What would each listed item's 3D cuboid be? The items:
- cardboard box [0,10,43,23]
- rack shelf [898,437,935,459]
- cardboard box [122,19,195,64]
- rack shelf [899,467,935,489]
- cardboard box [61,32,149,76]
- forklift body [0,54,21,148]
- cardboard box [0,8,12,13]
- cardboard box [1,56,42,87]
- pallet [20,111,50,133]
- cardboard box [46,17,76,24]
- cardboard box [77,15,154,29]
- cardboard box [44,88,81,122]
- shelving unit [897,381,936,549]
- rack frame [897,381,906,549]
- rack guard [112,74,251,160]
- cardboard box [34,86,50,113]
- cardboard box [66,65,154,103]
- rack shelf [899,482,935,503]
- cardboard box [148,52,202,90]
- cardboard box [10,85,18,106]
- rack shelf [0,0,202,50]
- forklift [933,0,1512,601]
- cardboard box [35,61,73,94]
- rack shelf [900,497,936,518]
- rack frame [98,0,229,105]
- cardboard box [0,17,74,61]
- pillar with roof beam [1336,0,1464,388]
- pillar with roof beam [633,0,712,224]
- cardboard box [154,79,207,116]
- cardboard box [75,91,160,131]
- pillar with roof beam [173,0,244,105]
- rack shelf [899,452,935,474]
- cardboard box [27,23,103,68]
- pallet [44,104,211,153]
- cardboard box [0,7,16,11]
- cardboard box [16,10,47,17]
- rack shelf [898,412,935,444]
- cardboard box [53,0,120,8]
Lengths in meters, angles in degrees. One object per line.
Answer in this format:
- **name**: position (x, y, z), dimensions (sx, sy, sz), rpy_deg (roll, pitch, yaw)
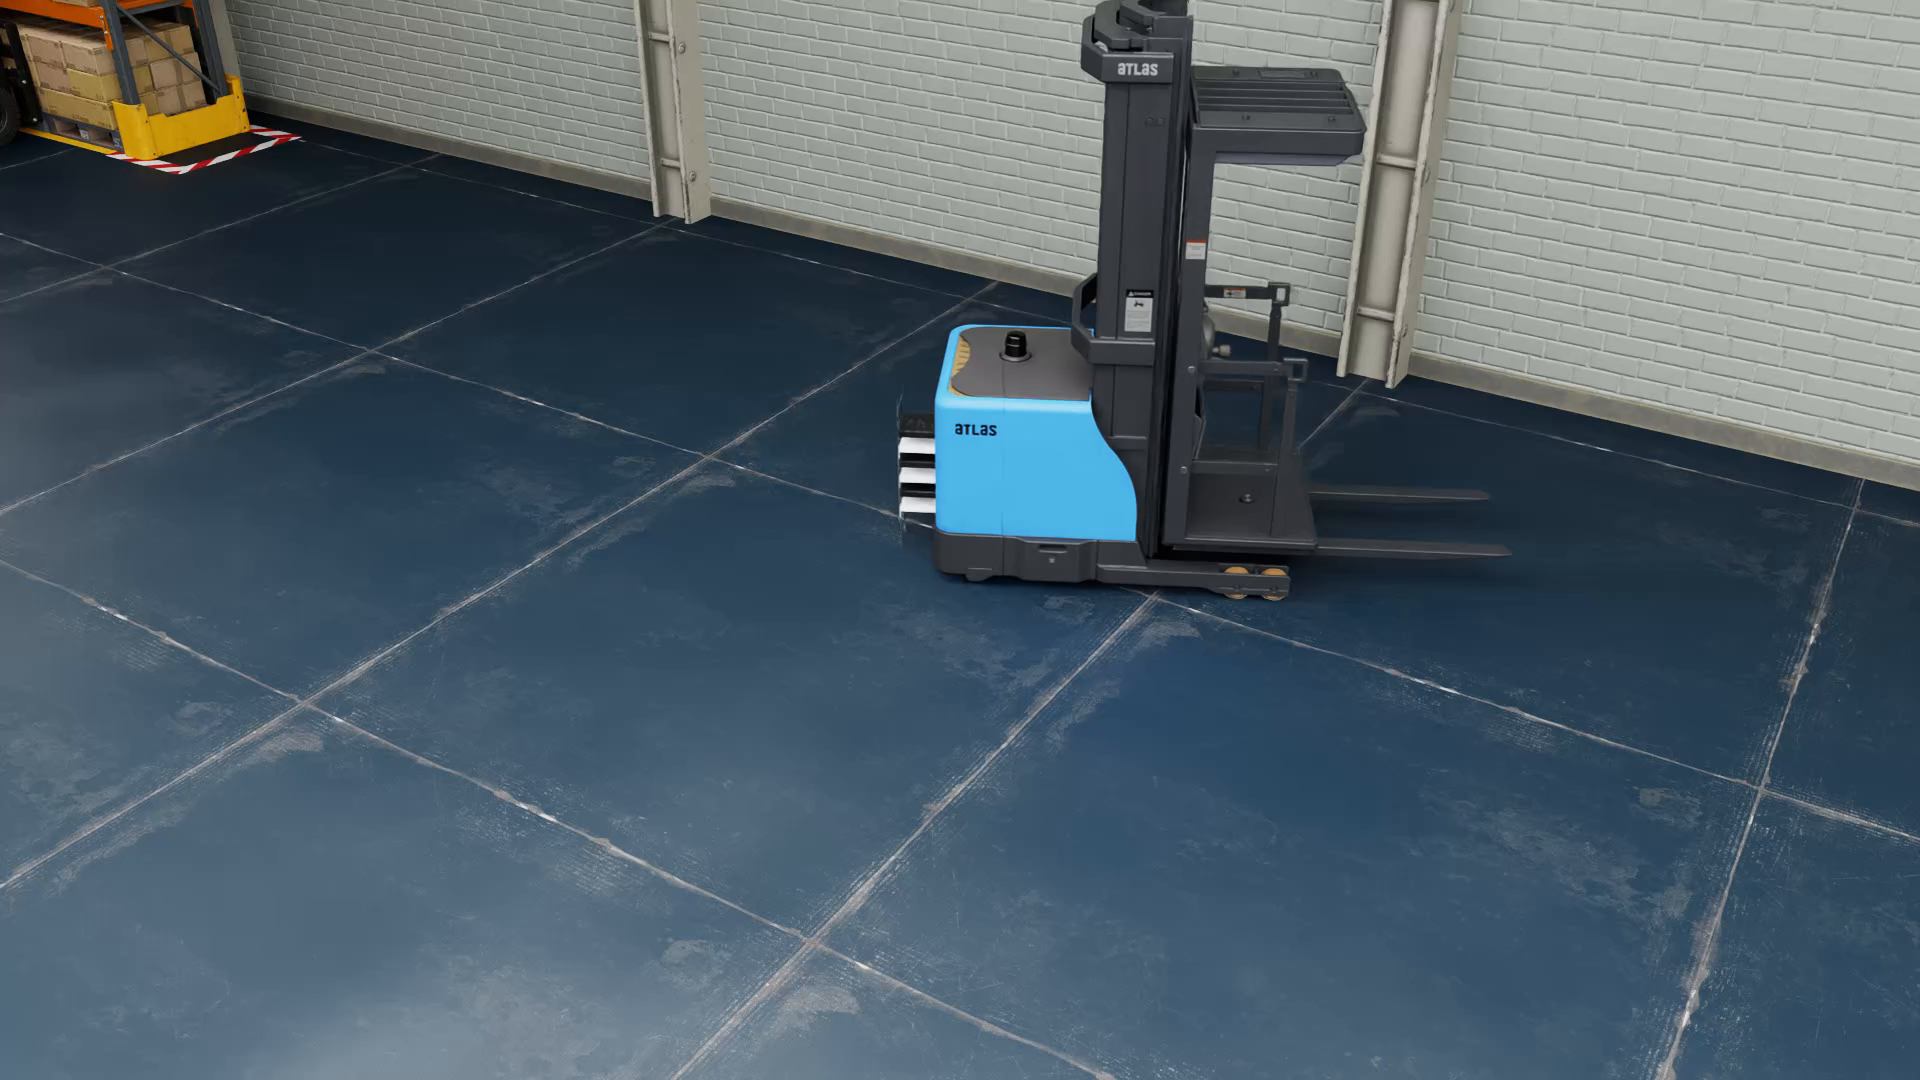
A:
- **cardboard box**: position (-9.135, -4.875, 15.950), dimensions (0.500, 0.250, 0.500), rpy_deg (17, 34, 26)
- **rack shelf**: position (-0.217, -0.524, 8.964), dimensions (0.200, 0.077, 0.258), rpy_deg (2, 30, 4)
- **cardboard box**: position (-7.592, -4.690, 15.633), dimensions (0.500, 0.250, 0.500), rpy_deg (17, 34, 27)
- **rack shelf**: position (-0.217, -0.369, 9.055), dimensions (0.200, 0.077, 0.258), rpy_deg (2, 30, 4)
- **cardboard box**: position (-7.842, -4.471, 15.257), dimensions (0.500, 0.250, 0.500), rpy_deg (19, 35, 29)
- **forklift body**: position (-9.862, -4.418, 14.688), dimensions (1.214, 2.155, 2.313), rpy_deg (18, 35, 27)
- **cardboard box**: position (-9.576, -5.019, 16.196), dimensions (0.500, 0.250, 0.500), rpy_deg (19, 35, 29)
- **cardboard box**: position (-8.732, -4.530, 15.854), dimensions (0.500, 0.250, 0.500), rpy_deg (17, 34, 26)
- **pallet**: position (-8.985, -4.365, 16.523), dimensions (1.213, 0.211, 1.003), rpy_deg (18, 35, 27)
- **cardboard box**: position (-8.435, -4.961, 16.097), dimensions (0.500, 0.250, 0.500), rpy_deg (17, 34, 27)
- **cardboard box**: position (-8.018, -4.823, 15.860), dimensions (0.500, 0.250, 0.500), rpy_deg (18, 35, 27)
- **cardboard box**: position (-8.268, -4.177, 15.745), dimensions (0.500, 0.250, 0.500), rpy_deg (18, 35, 27)
- **shelving unit**: position (-0.217, -0.397, 9.038), dimensions (0.210, 0.900, 0.258), rpy_deg (2, 30, 4)
- **rack frame**: position (-0.319, -0.402, 9.046), dimensions (0.006, 0.900, 0.240), rpy_deg (2, 30, 4)
- **rack guard**: position (-7.266, -3.969, 15.557), dimensions (0.348, 0.500, 1.175), rpy_deg (18, 35, 27)
- **cardboard box**: position (-8.687, -4.315, 15.982), dimensions (0.500, 0.250, 0.500), rpy_deg (18, 35, 28)
- **cardboard box**: position (-7.864, -4.262, 15.394), dimensions (0.500, 0.250, 0.500), rpy_deg (17, 34, 27)
- **rack shelf**: position (-0.217, -0.291, 9.100), dimensions (0.200, 0.077, 0.258), rpy_deg (2, 30, 4)
- **cardboard box**: position (-7.574, -4.479, 15.767), dimensions (0.500, 0.250, 0.500), rpy_deg (18, 35, 28)
- **cardboard box**: position (-9.139, -4.445, 16.204), dimensions (0.500, 0.250, 0.500), rpy_deg (19, 35, 29)
- **rack shelf**: position (-8.980, -5.280, 16.038), dimensions (4.000, 0.370, 1.077), rpy_deg (18, 35, 27)
- **forklift**: position (1.404, -1.230, 8.449), dimensions (3.031, 2.935, 1.130), rpy_deg (2, 30, 4)
- **cardboard box**: position (-8.283, -4.401, 15.633), dimensions (0.500, 0.250, 0.500), rpy_deg (17, 34, 27)
- **rack shelf**: position (-0.217, -0.213, 9.146), dimensions (0.200, 0.077, 0.258), rpy_deg (2, 30, 4)
- **rack frame**: position (-7.286, -5.055, 14.939), dimensions (0.127, 3.000, 1.000), rpy_deg (18, 35, 27)
- **cardboard box**: position (-8.710, -4.736, 15.712), dimensions (0.500, 0.250, 0.500), rpy_deg (18, 35, 28)
- **pillar with roof beam**: position (0.479, -3.166, 5.746), dimensions (0.400, 9.000, 9.100), rpy_deg (18, 35, 27)
- **pillar with roof beam**: position (-4.603, -4.773, 8.501), dimensions (0.400, 9.000, 9.100), rpy_deg (18, 35, 27)
- **cardboard box**: position (-7.598, -4.264, 15.894), dimensions (0.500, 0.250, 0.500), rpy_deg (18, 35, 28)
- **cardboard box**: position (-7.852, -4.040, 15.510), dimensions (0.500, 0.250, 0.500), rpy_deg (18, 35, 28)
- **pillar with roof beam**: position (-9.685, -6.380, 11.256), dimensions (0.400, 9.000, 9.100), rpy_deg (18, 35, 27)
- **rack shelf**: position (-0.217, -0.446, 9.010), dimensions (0.200, 0.077, 0.258), rpy_deg (2, 30, 4)
- **cardboard box**: position (-8.277, -4.605, 15.487), dimensions (0.500, 0.250, 0.500), rpy_deg (18, 35, 28)
- **pallet**: position (-7.956, -4.038, 15.962), dimensions (1.213, 0.211, 1.003), rpy_deg (18, 35, 27)
- **cardboard box**: position (-9.296, -5.233, 16.562), dimensions (0.500, 0.250, 0.500), rpy_deg (18, 35, 28)
- **cardboard box**: position (-8.866, -5.101, 16.337), dimensions (0.500, 0.250, 0.500), rpy_deg (17, 34, 26)
- **rack shelf**: position (-0.217, -0.602, 8.919), dimensions (0.200, 0.077, 0.258), rpy_deg (2, 30, 4)
- **cardboard box**: position (-7.842, -5.118, 14.947), dimensions (0.500, 0.500, 0.500), rpy_deg (17, 34, 26)
